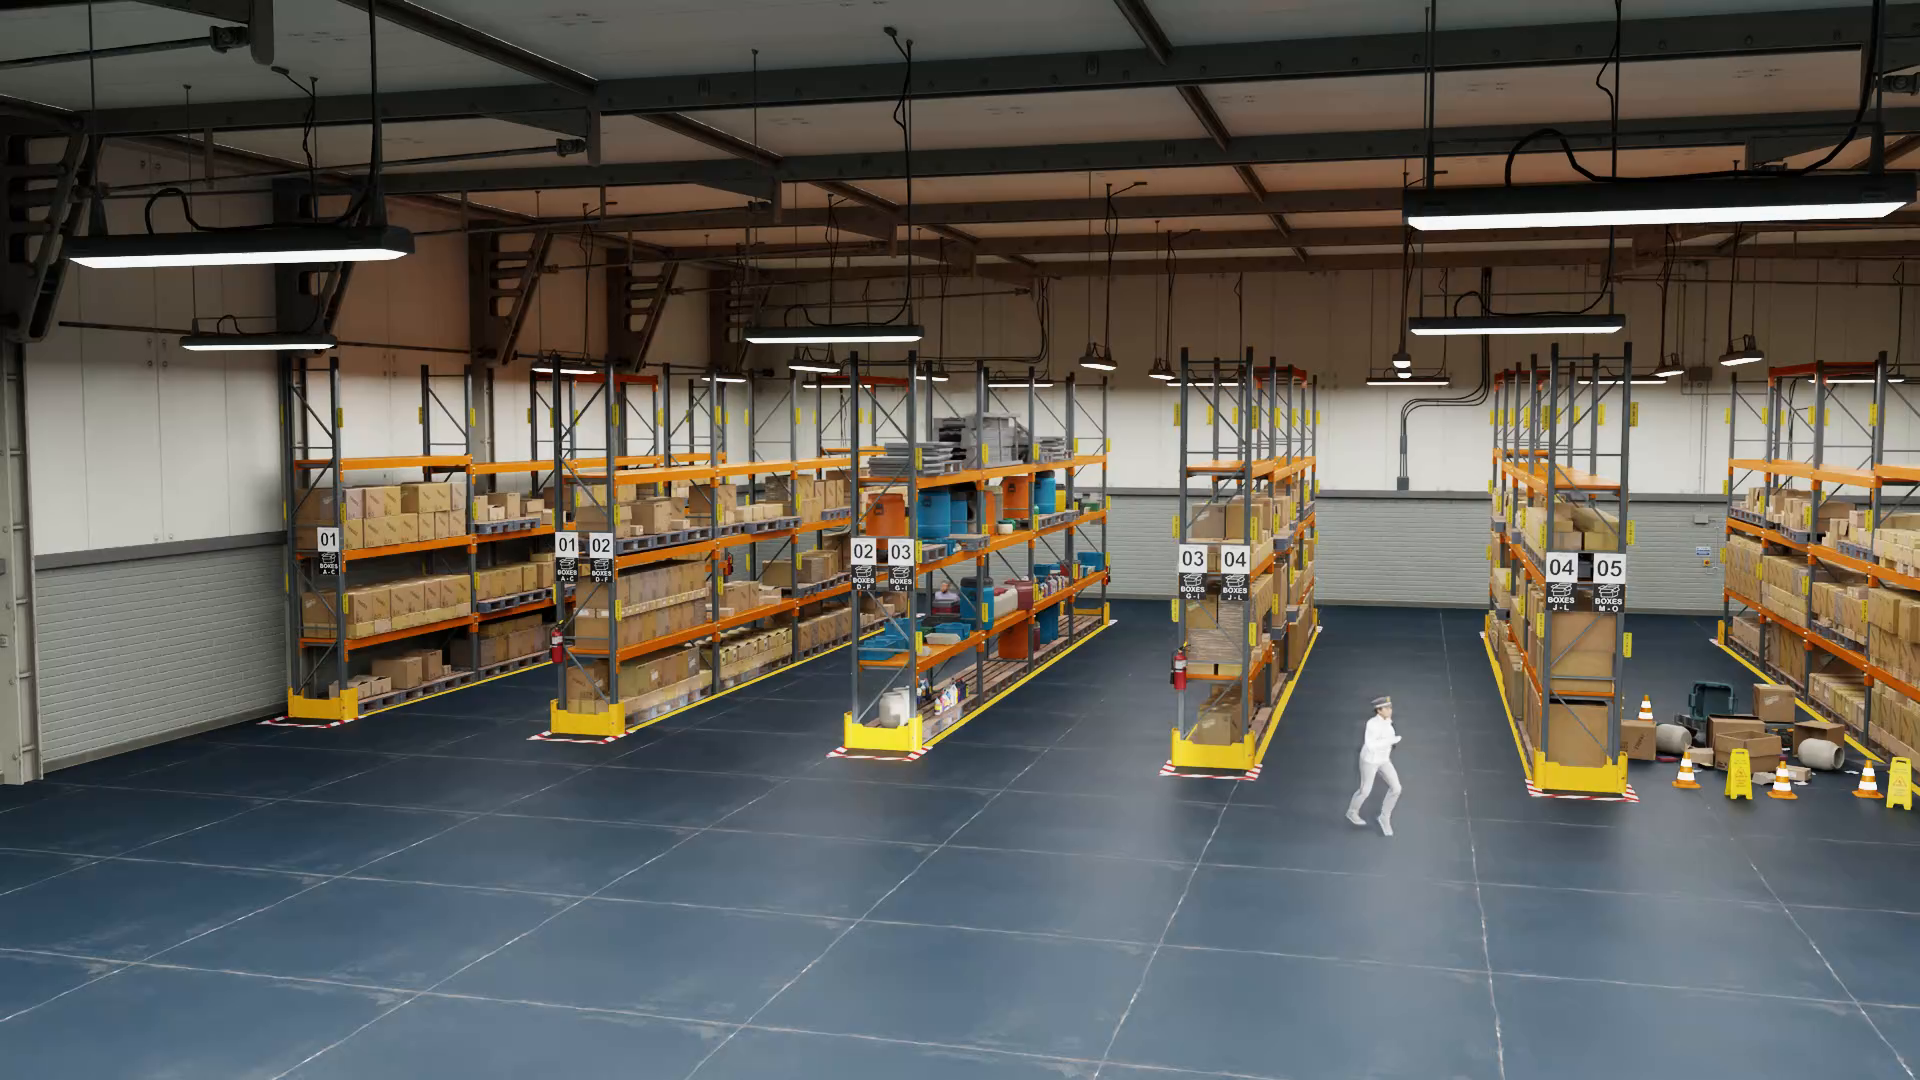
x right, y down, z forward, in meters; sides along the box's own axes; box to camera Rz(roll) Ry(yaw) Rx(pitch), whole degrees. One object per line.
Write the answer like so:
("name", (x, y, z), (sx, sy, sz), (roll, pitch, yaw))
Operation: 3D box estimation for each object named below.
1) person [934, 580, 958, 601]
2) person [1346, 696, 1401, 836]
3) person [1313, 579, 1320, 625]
("person", (-0.292, 1.631, 34.177), (0.580, 1.633, 0.902), (1, 4, 11))
("person", (4.994, 2.706, 20.042), (0.587, 1.725, 0.815), (-3, 5, -34))
("person", (8.397, 1.240, 40.497), (0.828, 1.618, 0.561), (3, 5, 33))
